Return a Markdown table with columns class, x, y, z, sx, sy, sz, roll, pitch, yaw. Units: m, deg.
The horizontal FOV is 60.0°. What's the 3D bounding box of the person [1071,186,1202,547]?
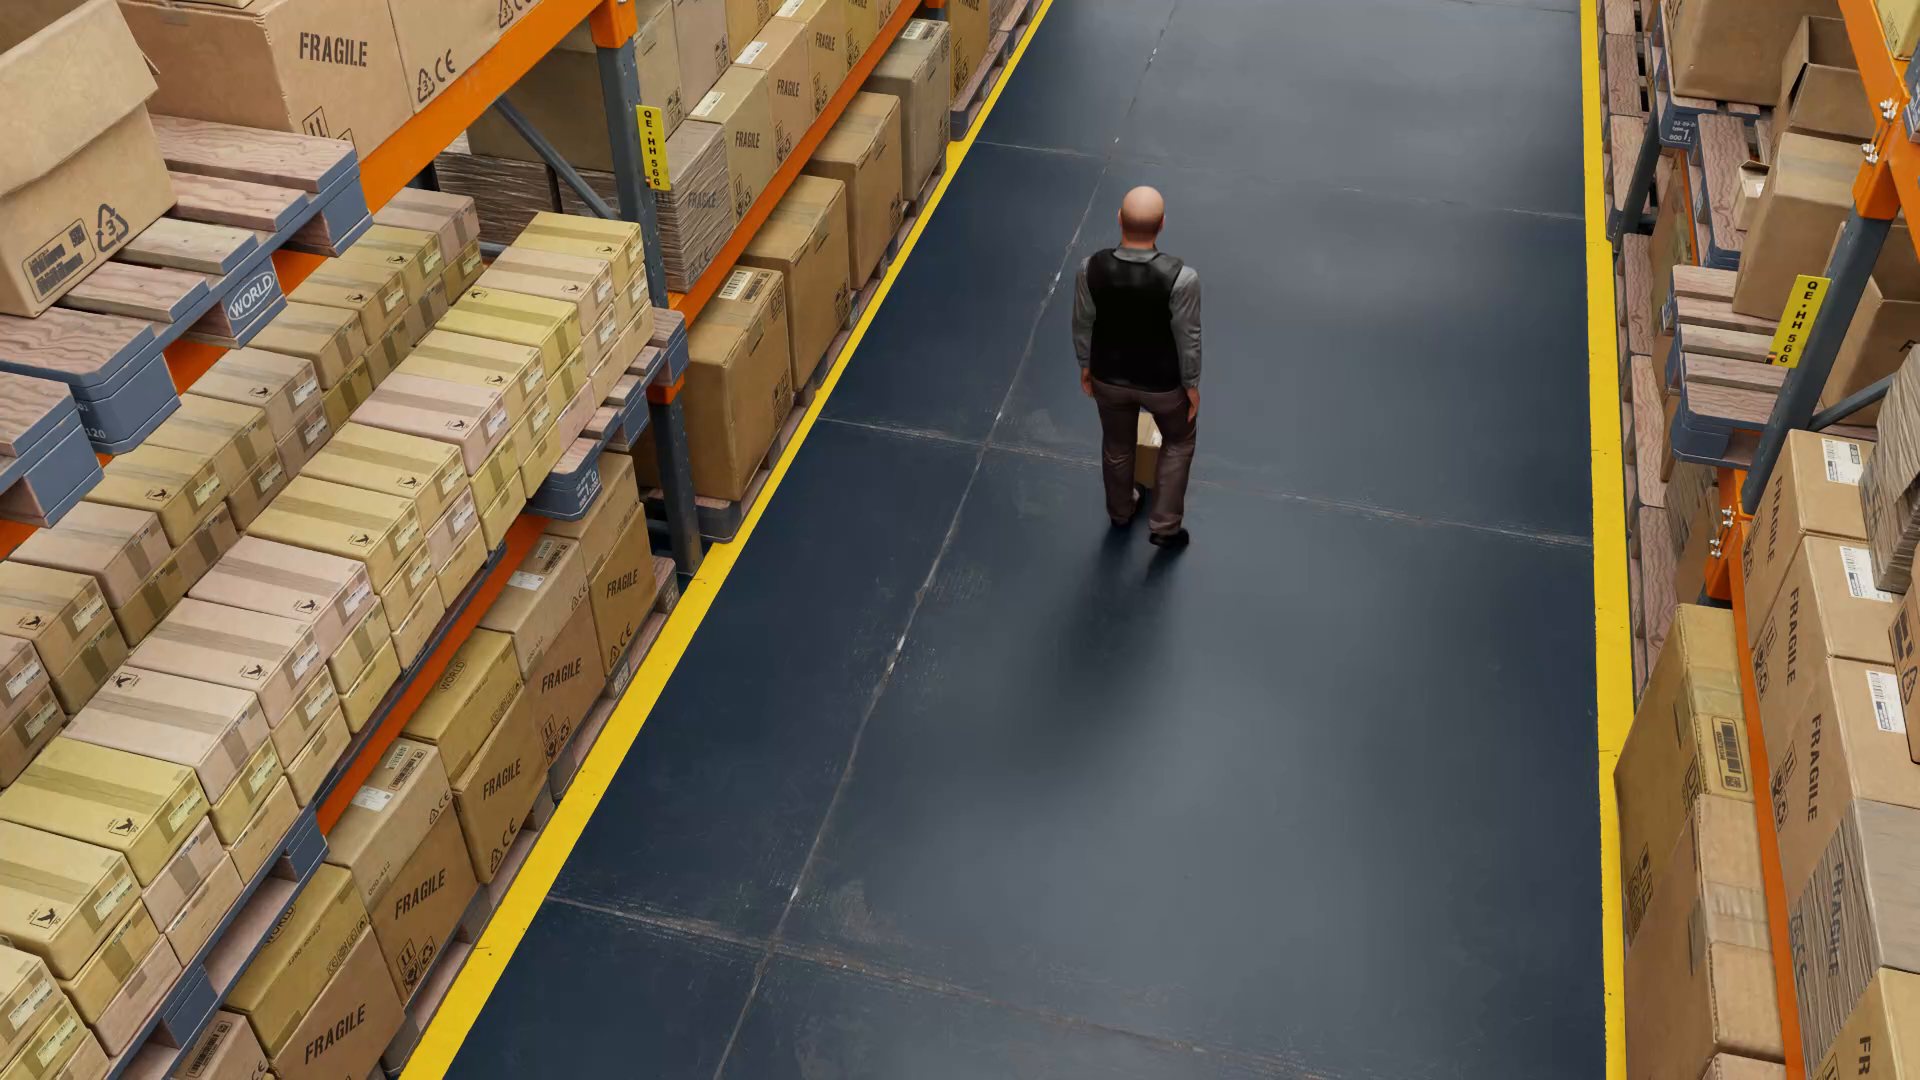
| class | x | y | z | sx | sy | sz | roll | pitch | yaw |
| --- | --- | --- | --- | --- | --- | --- | --- | --- | --- |
| person | 0.768 | -0.710 | 6.998 | 0.573 | 1.751 | 0.491 | 14 | 43 | 15 |
